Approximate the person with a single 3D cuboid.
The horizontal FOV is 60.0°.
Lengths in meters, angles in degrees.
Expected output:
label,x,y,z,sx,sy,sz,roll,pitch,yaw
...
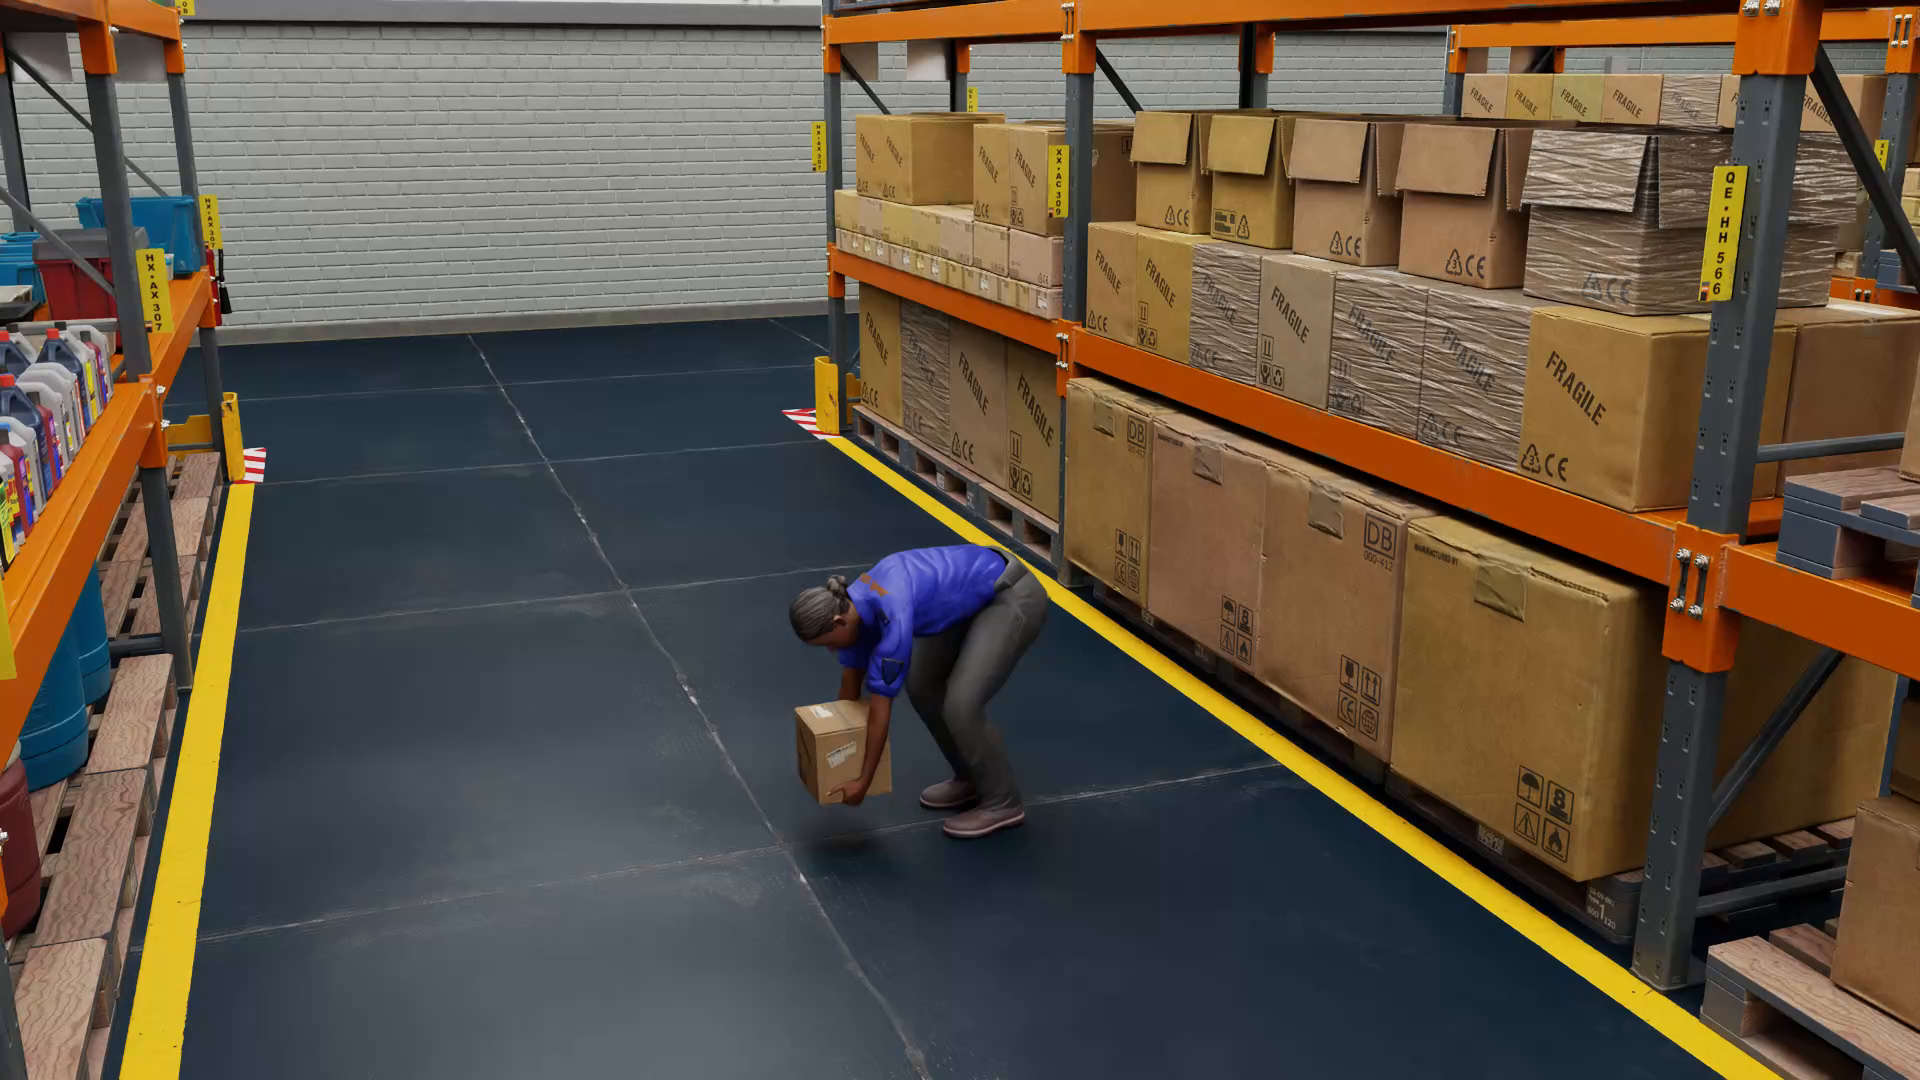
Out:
label,x,y,z,sx,sy,sz,roll,pitch,yaw
person,-0.138,0.508,5.538,0.876,0.954,0.445,-6,17,-21
